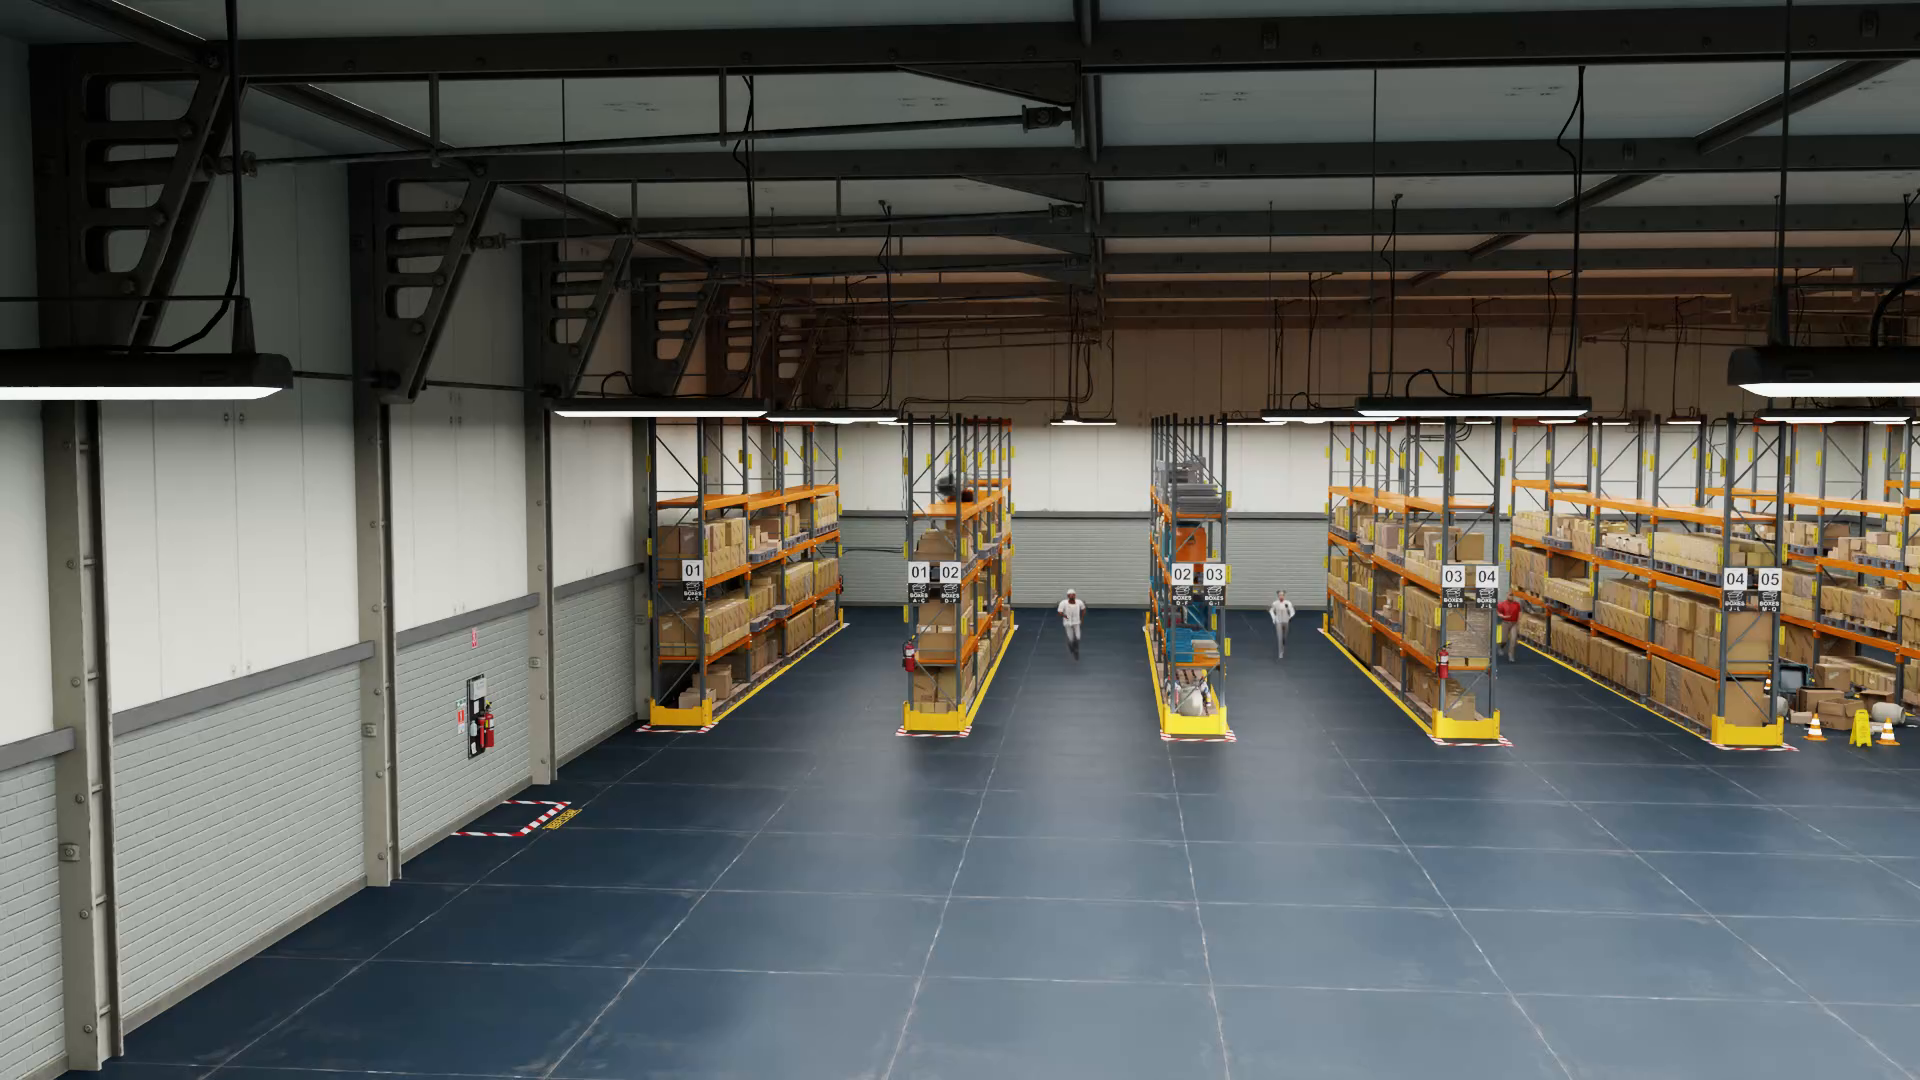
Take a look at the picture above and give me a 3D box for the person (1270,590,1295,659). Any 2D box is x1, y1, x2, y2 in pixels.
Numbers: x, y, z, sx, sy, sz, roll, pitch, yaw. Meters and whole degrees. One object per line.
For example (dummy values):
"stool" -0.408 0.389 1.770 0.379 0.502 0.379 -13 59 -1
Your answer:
"person" 8.024 2.075 41.381 0.610 1.681 0.860 0 4 7

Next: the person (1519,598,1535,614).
"person" 16.027 1.641 47.181 0.985 1.756 0.700 2 4 30

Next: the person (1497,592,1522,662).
"person" 13.522 2.112 40.968 0.676 1.696 0.817 0 4 2

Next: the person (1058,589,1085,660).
"person" 2.703 2.043 40.138 0.690 1.726 0.674 0 4 -1
